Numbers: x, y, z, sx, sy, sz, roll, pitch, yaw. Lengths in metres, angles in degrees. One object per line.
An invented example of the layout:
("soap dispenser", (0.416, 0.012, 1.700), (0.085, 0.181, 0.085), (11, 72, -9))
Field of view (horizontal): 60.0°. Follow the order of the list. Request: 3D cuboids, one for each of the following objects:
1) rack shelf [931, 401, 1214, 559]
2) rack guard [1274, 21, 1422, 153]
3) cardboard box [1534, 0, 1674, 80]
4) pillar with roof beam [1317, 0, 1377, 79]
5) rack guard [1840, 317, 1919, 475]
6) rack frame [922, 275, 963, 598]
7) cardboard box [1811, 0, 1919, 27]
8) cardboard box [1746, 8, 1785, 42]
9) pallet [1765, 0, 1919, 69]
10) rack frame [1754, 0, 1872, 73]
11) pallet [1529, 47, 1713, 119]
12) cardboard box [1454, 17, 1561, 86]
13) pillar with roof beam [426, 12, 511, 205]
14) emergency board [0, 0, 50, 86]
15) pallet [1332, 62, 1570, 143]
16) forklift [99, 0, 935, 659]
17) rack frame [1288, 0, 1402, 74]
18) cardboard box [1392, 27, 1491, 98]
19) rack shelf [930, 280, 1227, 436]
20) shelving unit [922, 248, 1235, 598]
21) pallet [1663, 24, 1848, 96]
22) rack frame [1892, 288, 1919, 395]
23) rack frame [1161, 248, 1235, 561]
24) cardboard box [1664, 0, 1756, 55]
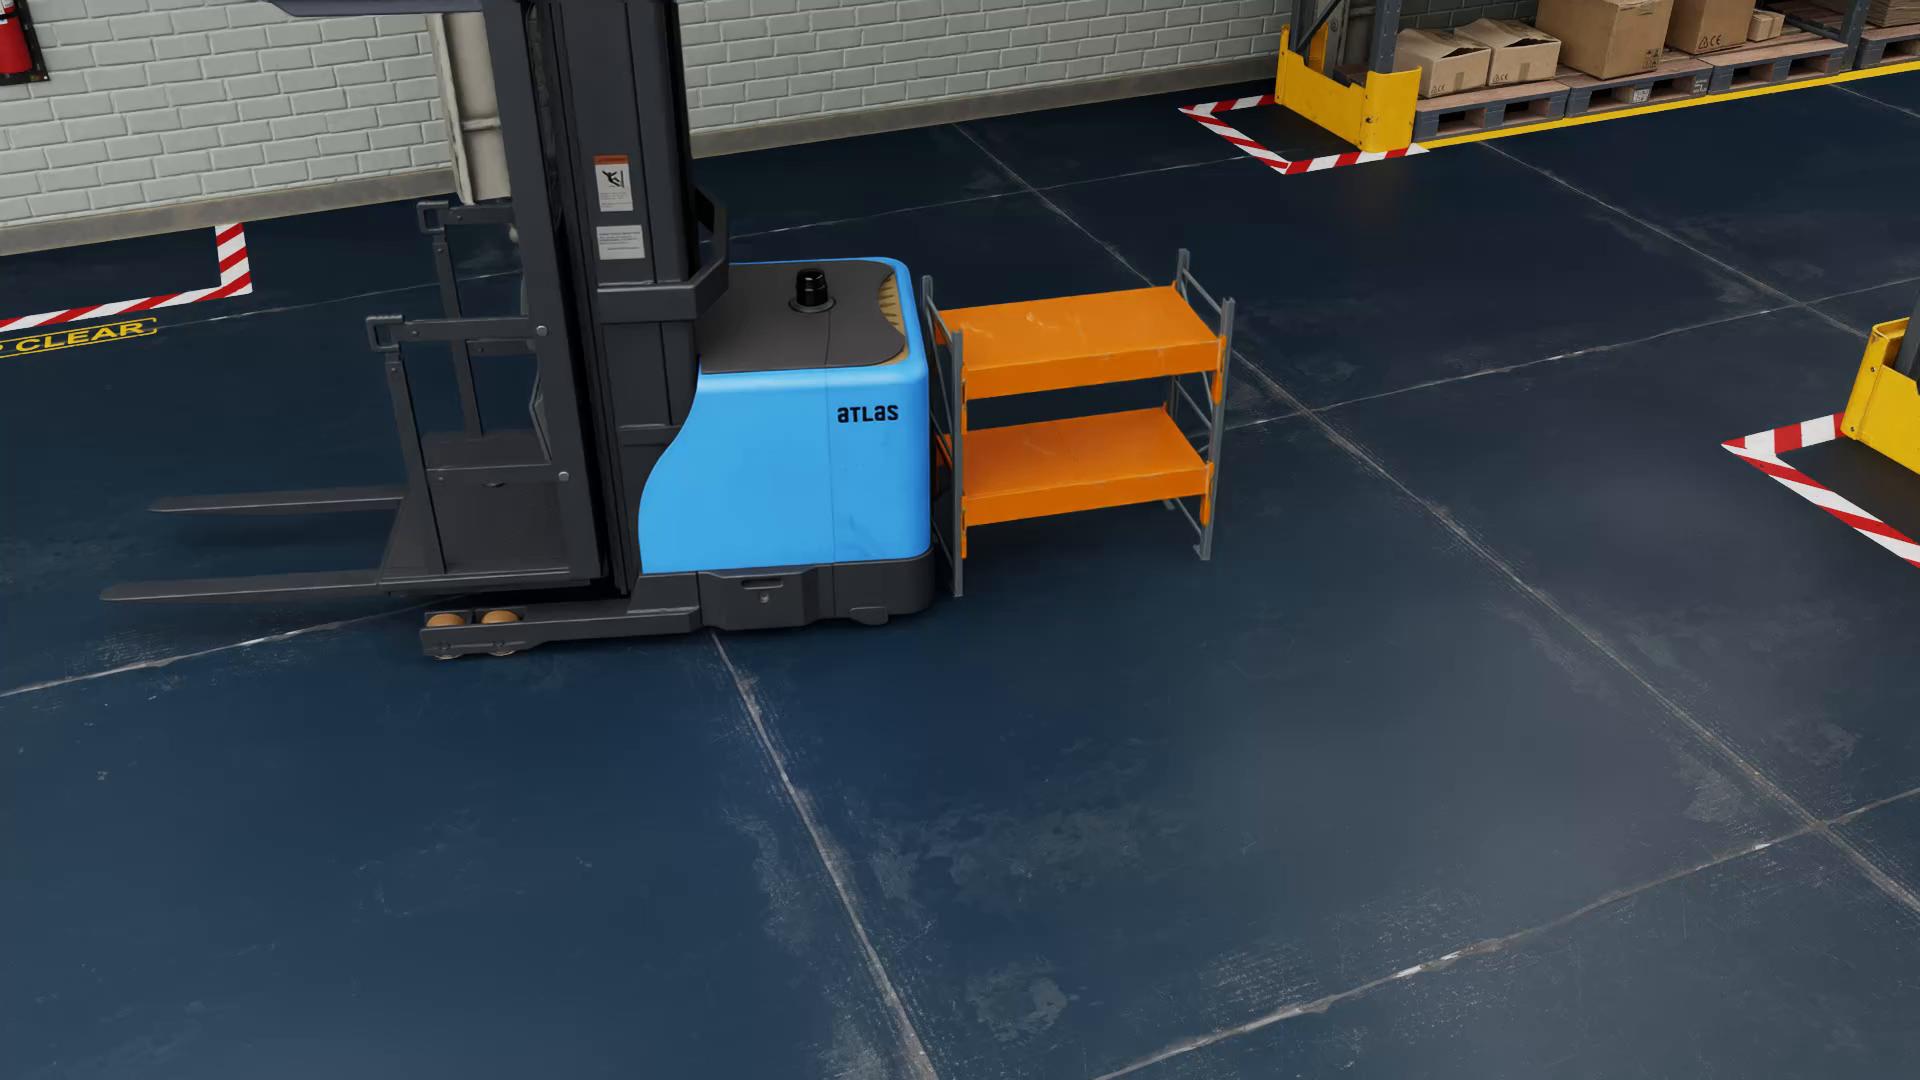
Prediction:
("rack shelf", (0.427, -0.247, 6.546), (1.000, 0.278, 0.538), (-8, 34, -12))
("rack guard", (2.512, -2.973, 10.861), (0.348, 0.500, 1.175), (-13, 35, -19))
("cardboard box", (4.336, -3.493, 11.256), (0.500, 0.500, 0.700), (-15, 36, -22))
("pillar with roof beam", (4.419, -4.938, 6.087), (0.400, 9.000, 9.100), (-13, 35, -19))
("rack guard", (4.341, -0.462, 7.002), (0.348, 0.500, 1.175), (-13, 35, -19))
("rack frame", (-0.066, -0.383, 6.308), (0.032, 1.125, 0.500), (-8, 34, -12))
("cardboard box", (6.802, -4.150, 12.266), (0.500, 0.500, 0.700), (-12, 35, -17))
("cardboard box", (5.648, -3.718, 11.909), (0.250, 0.166, 0.380), (-18, 37, -25))
("pallet", (6.847, -3.846, 12.467), (1.213, 0.211, 1.003), (-13, 35, -19))
("rack frame", (6.130, -4.849, 11.453), (0.127, 3.000, 1.000), (-13, 35, -19))
("pallet", (4.398, -3.261, 11.569), (1.213, 0.211, 1.003), (-13, 35, -19))
("cardboard box", (3.640, -3.284, 11.108), (0.500, 0.311, 0.500), (-10, 34, -15))
("pillar with roof beam", (-1.113, -3.671, 4.140), (0.400, 9.000, 9.100), (-13, 35, -19))
("emergency board", (-5.073, -2.818, 8.331), (0.643, 1.169, 0.194), (-13, 35, -19))
("pallet", (3.275, -3.006, 11.176), (1.213, 0.211, 1.003), (-13, 35, -19))
("forklift", (-1.647, -1.097, 5.748), (3.031, 2.935, 1.130), (-3, 33, -5))
("rack frame", (2.442, -4.005, 10.155), (0.127, 3.000, 1.000), (-13, 35, -19))
("cardboard box", (3.115, -3.163, 10.923), (0.500, 0.311, 0.500), (-17, 37, -24))
("rack shelf", (0.427, -0.697, 6.253), (1.000, 0.278, 0.538), (-8, 34, -12))
("shelving unit", (0.427, -0.452, 6.413), (1.048, 1.125, 0.538), (-8, 34, -12))
("pallet", (5.524, -3.521, 11.968), (1.213, 0.211, 1.003), (-13, 35, -19))
("rack frame", (4.363, -1.515, 6.328), (0.127, 3.000, 1.000), (-13, 35, -19))
("rack frame", (0.920, -0.520, 6.518), (0.032, 1.125, 0.500), (-8, 34, -12))
("cardboard box", (5.188, -3.747, 11.647), (0.500, 0.500, 0.500), (-16, 36, -22))
